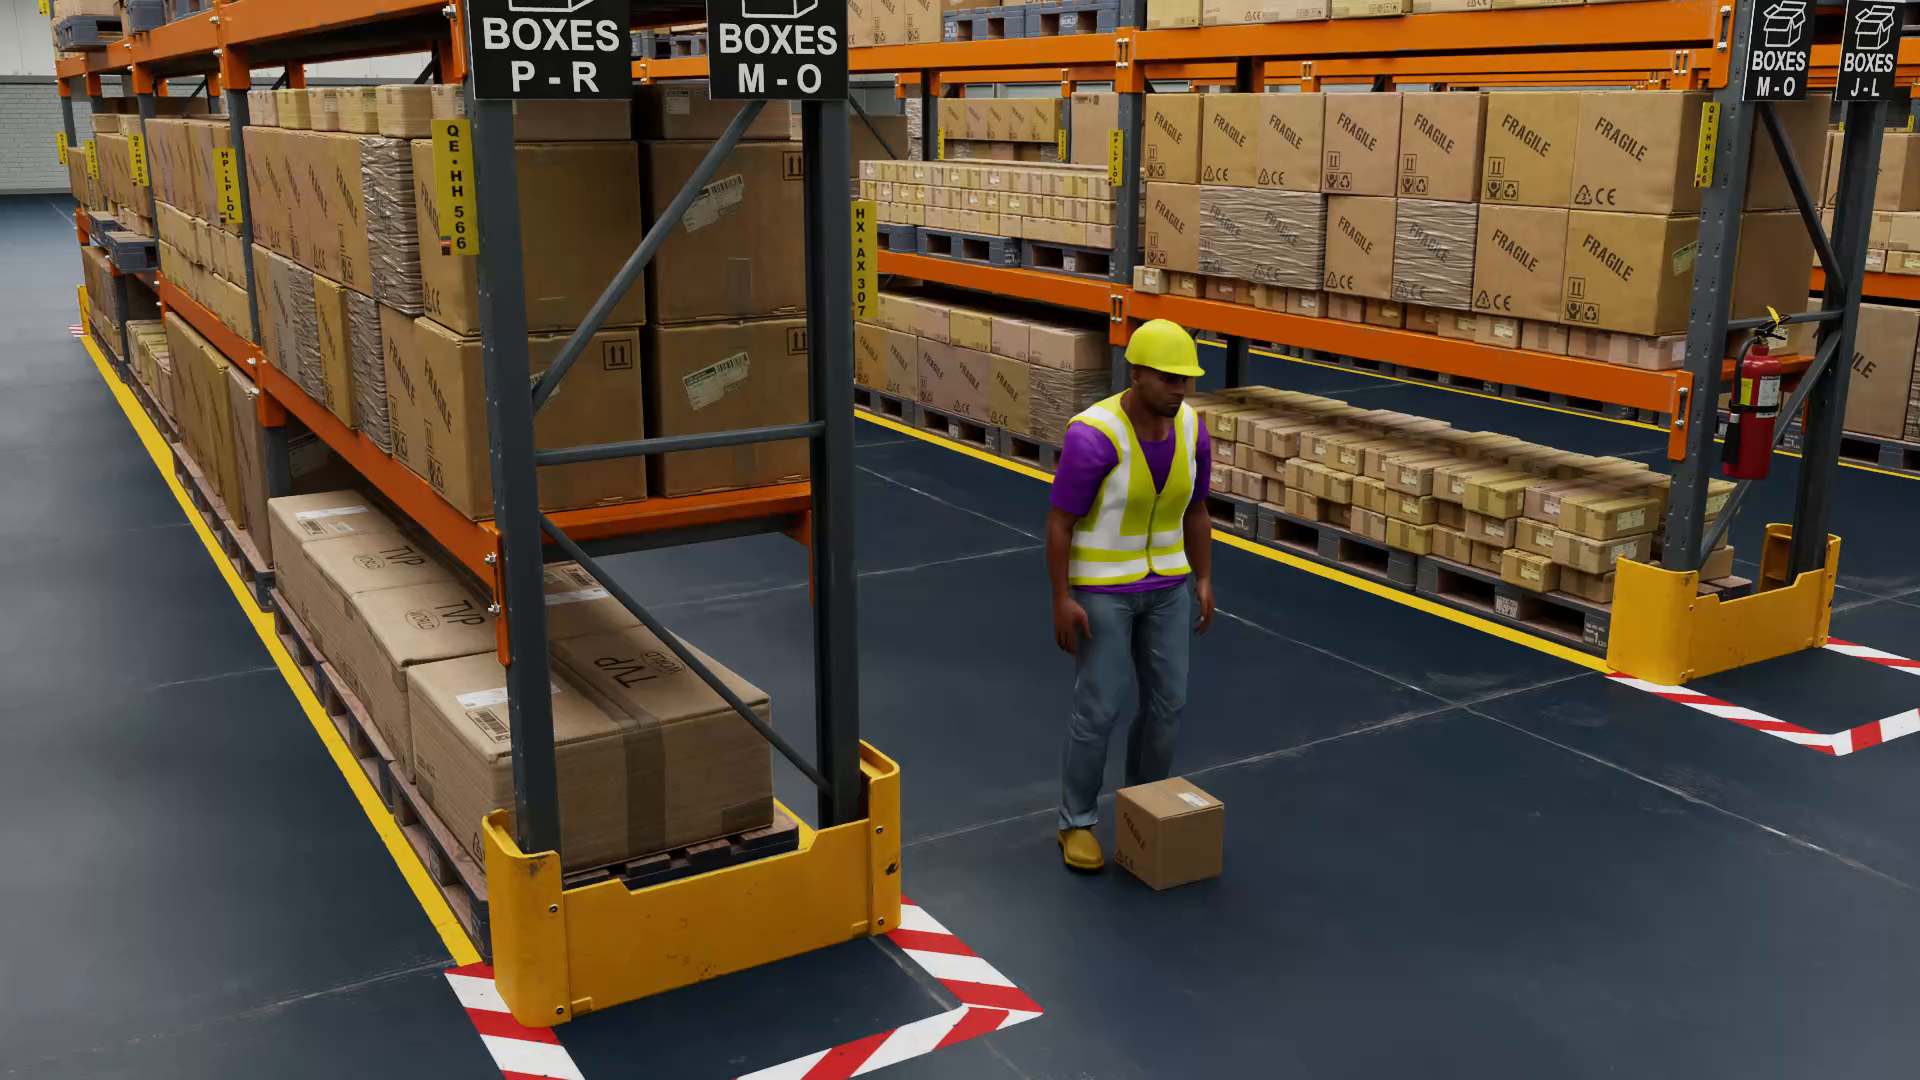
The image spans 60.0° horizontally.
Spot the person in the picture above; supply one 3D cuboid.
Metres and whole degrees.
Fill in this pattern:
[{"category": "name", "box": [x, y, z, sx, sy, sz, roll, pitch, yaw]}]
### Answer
[{"category": "person", "box": [0.567, 0.163, 5.361, 0.627, 1.759, 0.462, -8, 17, -27]}]
